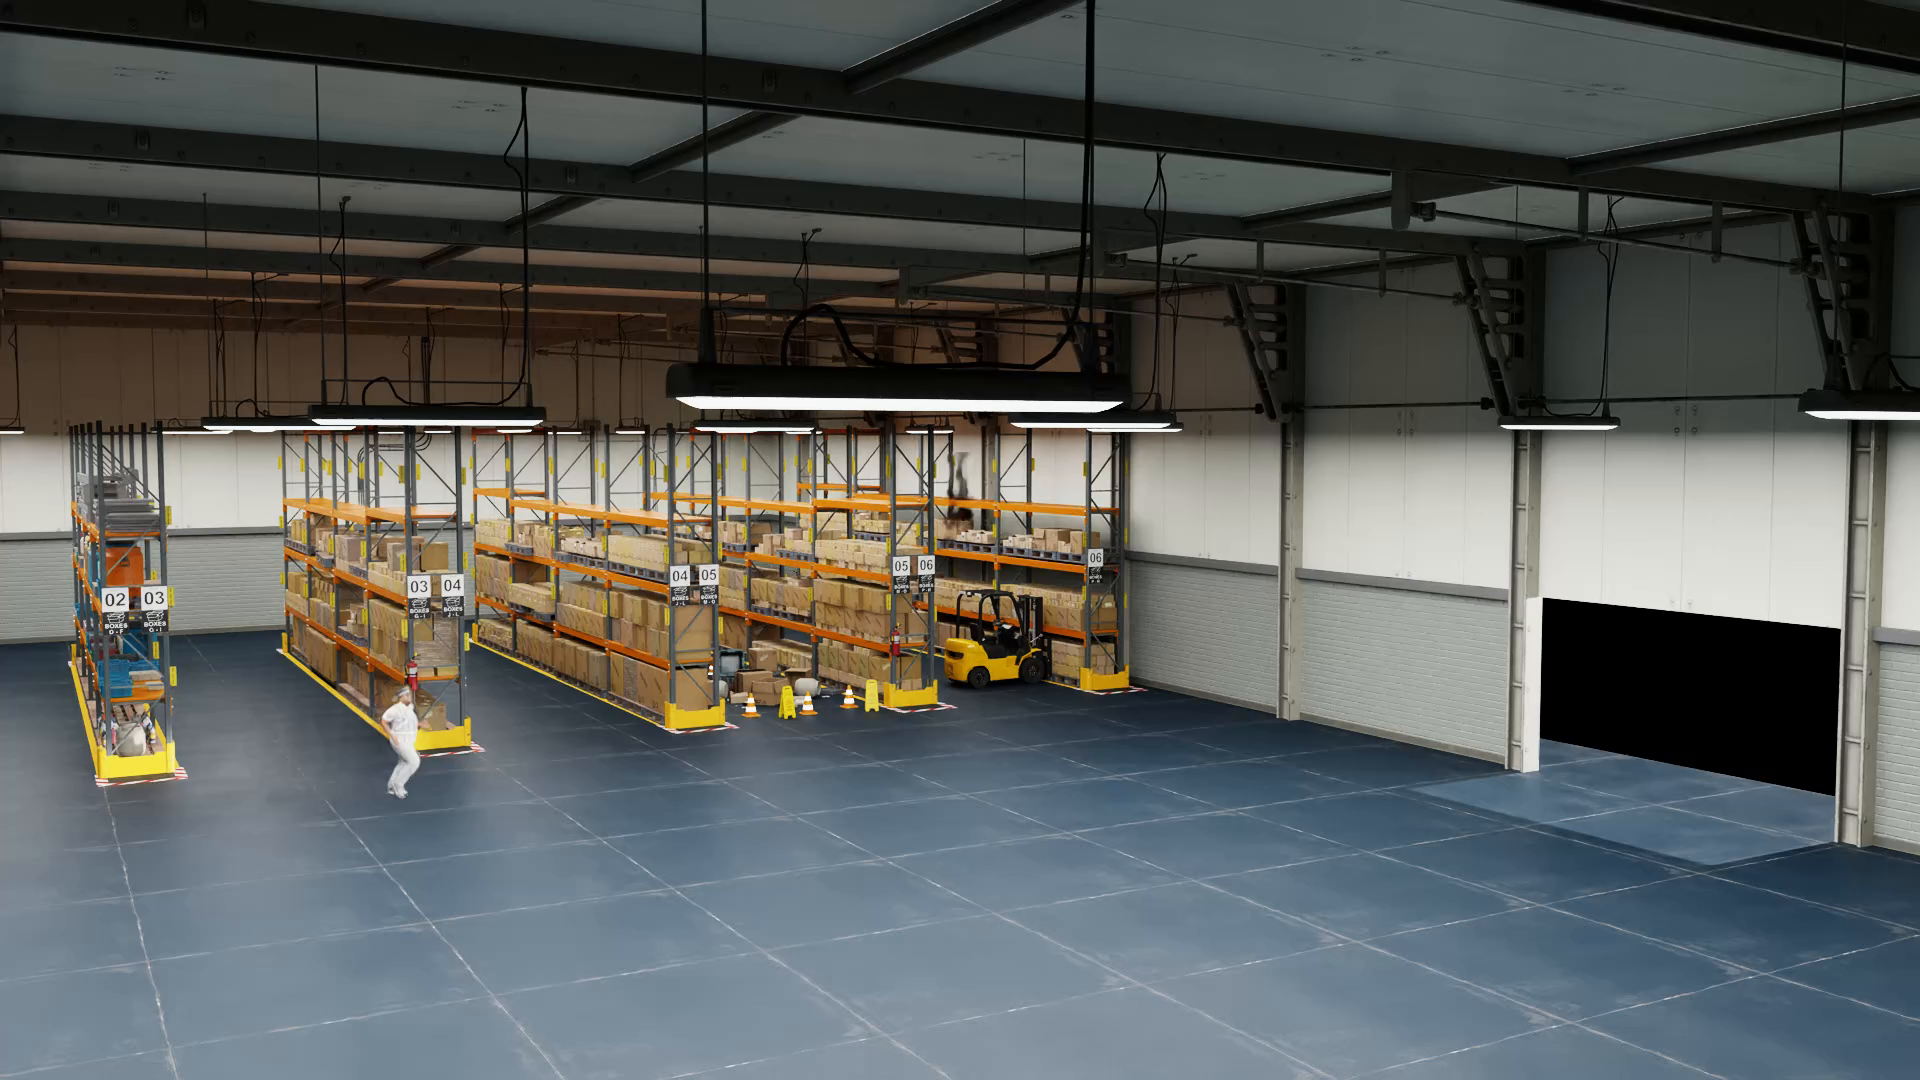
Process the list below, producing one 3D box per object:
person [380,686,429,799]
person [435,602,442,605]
[{"bbox_3d":[-8.811,3.215,26.483,0.692,1.798,0.633,0,4,4],"label":"person"},{"bbox_3d":[-14.096,2.095,44.788,0.636,1.715,0.655,-2,4,-26],"label":"person"}]
